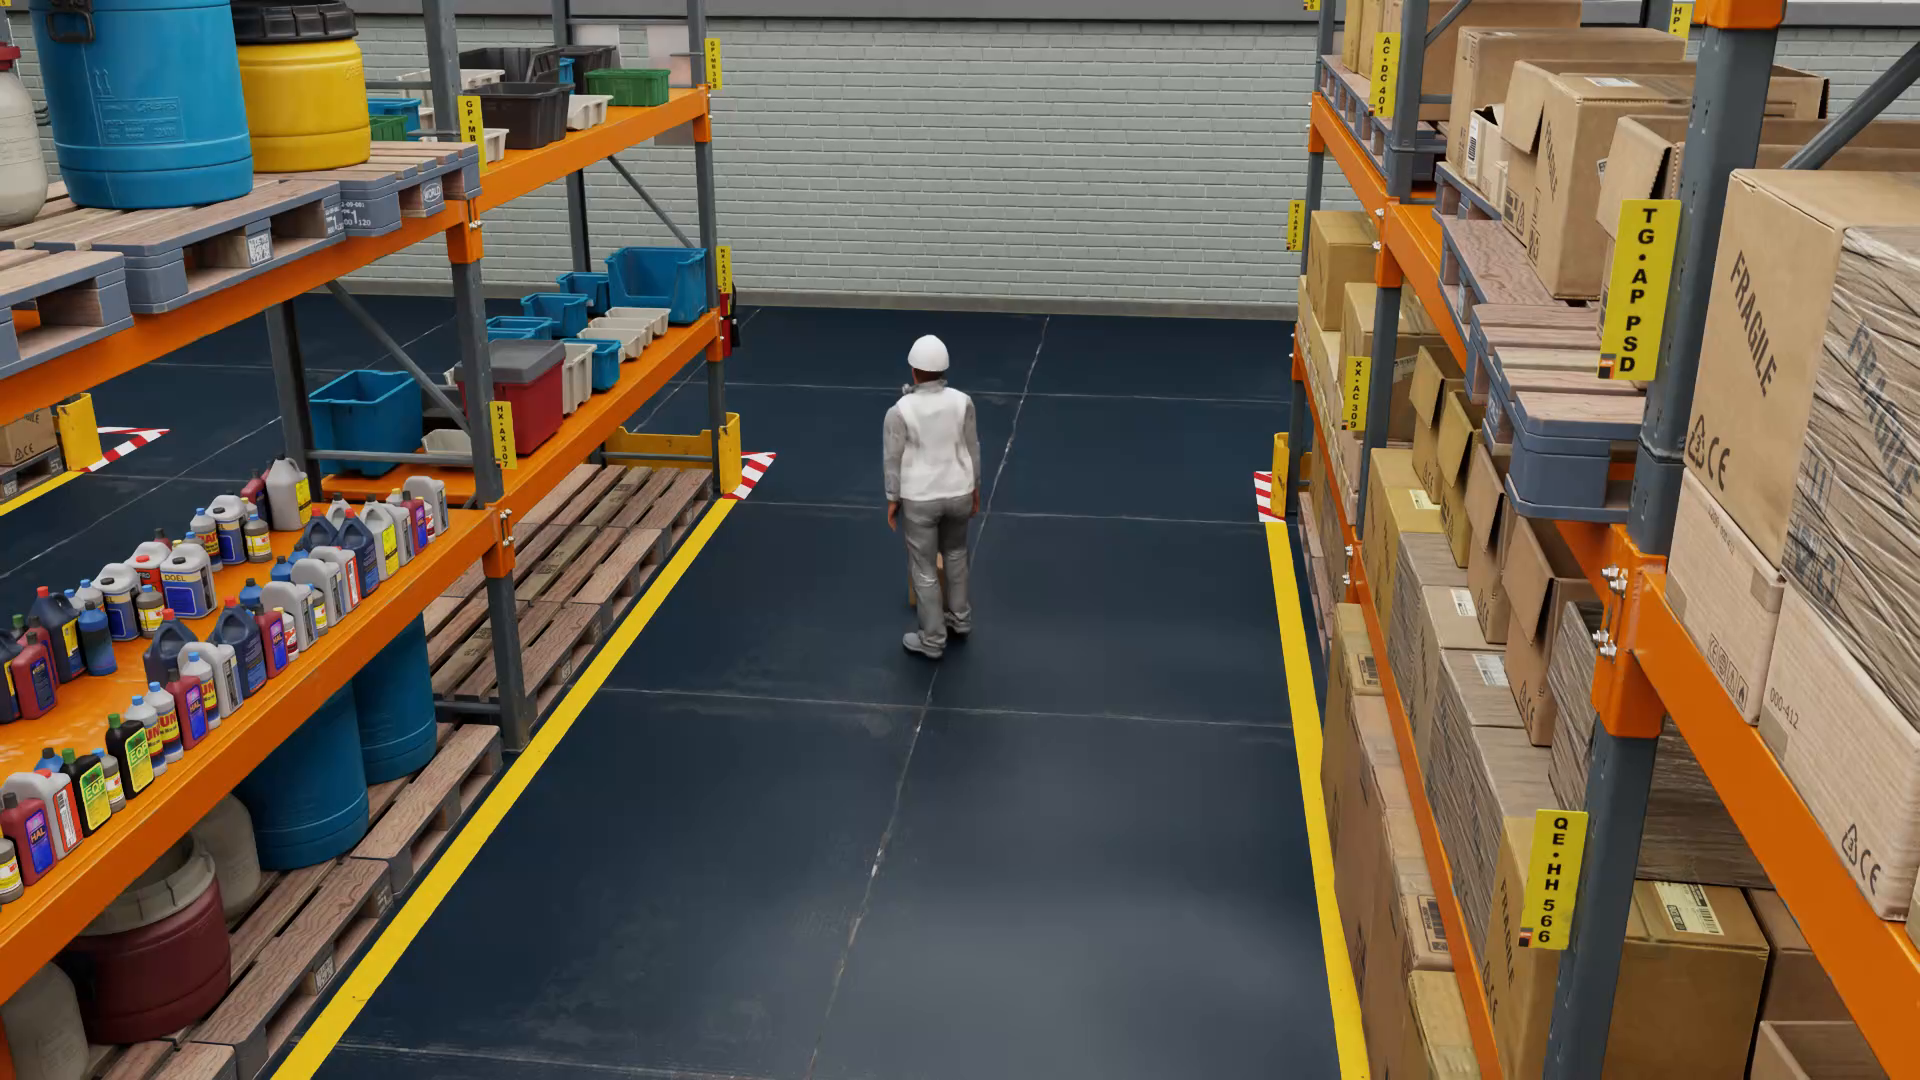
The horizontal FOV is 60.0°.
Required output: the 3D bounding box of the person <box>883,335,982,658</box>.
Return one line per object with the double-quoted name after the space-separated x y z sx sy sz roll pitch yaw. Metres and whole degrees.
-0.146 -0.247 9.129 0.558 1.762 0.489 -8 23 -21 "person"
